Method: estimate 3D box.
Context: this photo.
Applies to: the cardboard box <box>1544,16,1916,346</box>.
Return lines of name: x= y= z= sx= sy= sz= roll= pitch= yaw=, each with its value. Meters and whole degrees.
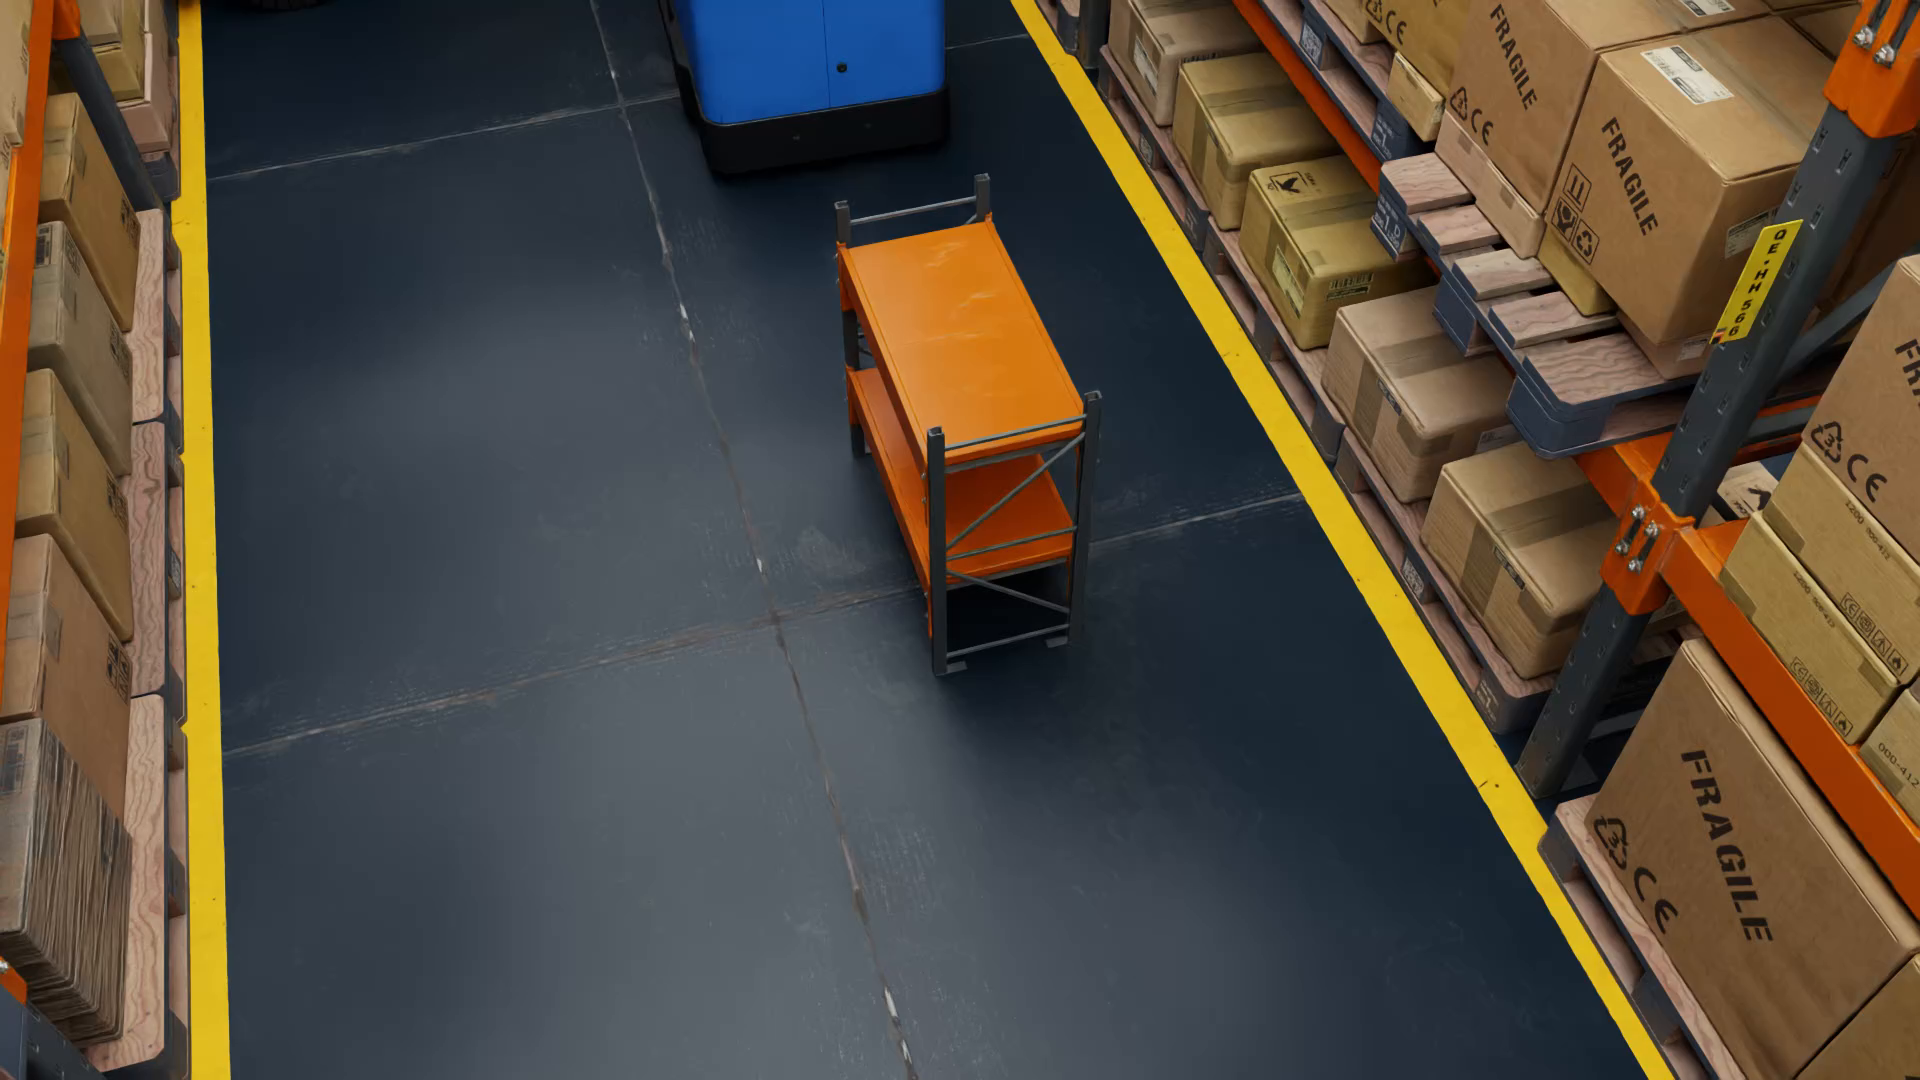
cardboard box: x=1.811 y=-0.860 z=3.978 sx=0.500 sy=0.500 sz=0.500 roll=-15 pitch=51 yaw=-12

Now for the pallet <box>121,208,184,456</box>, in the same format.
pallet: x=-3.457 y=-0.695 z=6.198 sx=1.003 sy=0.211 sz=1.213 roll=-13 pitch=51 yaw=-11

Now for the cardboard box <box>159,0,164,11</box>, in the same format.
cardboard box: x=-3.871 y=-2.540 z=7.453 sx=0.500 sy=0.250 sz=0.500 roll=-13 pitch=51 yaw=-10

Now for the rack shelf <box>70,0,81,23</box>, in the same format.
rack shelf: x=-4.304 y=-3.352 z=7.085 sx=1.077 sy=0.370 sz=4.000 roll=-13 pitch=51 yaw=-11

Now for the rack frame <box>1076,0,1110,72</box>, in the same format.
rack frame: x=1.028 y=-3.249 z=6.527 sx=1.000 sy=3.000 sz=0.127 roll=-13 pitch=51 yaw=-11

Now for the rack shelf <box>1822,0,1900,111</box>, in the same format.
rack shelf: x=1.619 y=-2.523 z=4.423 sx=1.077 sy=0.370 sz=4.000 roll=-13 pitch=51 yaw=-11

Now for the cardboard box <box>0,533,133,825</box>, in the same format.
cardboard box: x=-2.902 y=0.494 z=4.650 sx=0.875 sy=0.625 sz=0.625 roll=-12 pitch=51 yaw=-10

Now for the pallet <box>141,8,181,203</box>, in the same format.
pallet: x=-3.908 y=-1.815 z=7.142 sx=1.003 sy=0.211 sz=1.213 roll=-13 pitch=51 yaw=-11

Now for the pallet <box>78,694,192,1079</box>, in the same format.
pallet: x=-2.736 y=1.087 z=4.696 sx=1.003 sy=0.211 sz=1.213 roll=-13 pitch=51 yaw=-11

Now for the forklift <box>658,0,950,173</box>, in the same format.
forklift: x=-0.909 y=-3.632 z=6.895 sx=1.130 sy=2.935 sz=3.031 roll=-11 pitch=51 yaw=-9

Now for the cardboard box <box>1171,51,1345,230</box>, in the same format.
cardboard box: x=1.401 y=-1.630 z=6.606 sx=0.950 sy=0.372 sz=0.625 roll=-10 pitch=51 yaw=-9

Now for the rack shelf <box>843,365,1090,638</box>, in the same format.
rack shelf: x=0.002 y=-0.200 z=5.503 sx=0.538 sy=0.278 sz=1.000 roll=-13 pitch=51 yaw=-11

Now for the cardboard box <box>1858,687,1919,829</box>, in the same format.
cardboard box: x=2.284 y=0.507 z=3.459 sx=0.500 sy=0.250 sz=0.500 roll=-15 pitch=51 yaw=-12

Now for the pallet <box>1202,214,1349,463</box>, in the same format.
pallet: x=1.624 y=-0.889 z=6.361 sx=1.003 sy=0.211 sz=1.213 roll=-13 pitch=51 yaw=-11

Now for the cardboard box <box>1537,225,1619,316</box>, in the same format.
cardboard box: x=1.741 y=-0.747 z=4.308 sx=0.380 sy=0.149 sz=0.250 roll=-13 pitch=51 yaw=-10

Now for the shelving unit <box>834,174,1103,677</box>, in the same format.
shelving unit: x=0.002 y=-0.358 z=5.316 sx=0.538 sy=1.125 sz=1.048 roll=-13 pitch=51 yaw=-11

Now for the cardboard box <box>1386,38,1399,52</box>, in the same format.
cardboard box: x=1.508 y=-1.517 z=4.956 sx=0.380 sy=0.149 sz=0.250 roll=-13 pitch=51 yaw=-11

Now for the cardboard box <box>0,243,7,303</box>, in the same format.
cardboard box: x=-2.882 y=-0.655 z=4.439 sx=0.500 sy=0.250 sz=0.500 roll=-12 pitch=51 yaw=-10

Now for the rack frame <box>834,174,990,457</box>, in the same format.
rack frame: x=-0.148 y=-0.729 z=5.629 sx=0.500 sy=1.125 sz=0.032 roll=-13 pitch=51 yaw=-11

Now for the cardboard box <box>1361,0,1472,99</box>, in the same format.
cardboard box: x=1.497 y=-1.603 z=4.605 sx=0.500 sy=0.500 sz=0.500 roll=-16 pitch=52 yaw=-13

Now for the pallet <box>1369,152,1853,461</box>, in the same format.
pallet: x=1.898 y=-0.762 z=4.556 sx=1.213 sy=0.211 sz=1.003 roll=-13 pitch=51 yaw=-11

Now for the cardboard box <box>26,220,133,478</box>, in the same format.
cardboard box: x=-3.325 y=-0.546 z=5.527 sx=0.875 sy=0.625 sz=0.625 roll=-14 pitch=51 yaw=-11

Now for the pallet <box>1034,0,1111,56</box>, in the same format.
pallet: x=0.796 y=-2.832 z=8.000 sx=1.003 sy=0.211 sz=1.213 roll=-13 pitch=51 yaw=-11

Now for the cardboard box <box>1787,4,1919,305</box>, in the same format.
cardboard box: x=2.299 y=-0.972 z=4.073 sx=0.500 sy=0.500 sz=0.500 roll=-15 pitch=51 yaw=-12

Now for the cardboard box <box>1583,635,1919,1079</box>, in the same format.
cardboard box: x=2.336 y=0.746 z=4.275 sx=0.875 sy=0.875 sz=0.875 roll=-14 pitch=51 yaw=-11

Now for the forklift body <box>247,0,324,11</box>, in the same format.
forklift body: x=-2.592 y=-3.799 z=7.546 sx=2.313 sy=2.155 sz=1.214 roll=-13 pitch=51 yaw=-11

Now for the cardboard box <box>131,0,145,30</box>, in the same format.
cardboard box: x=-3.712 y=-2.324 z=6.944 sx=0.500 sy=0.250 sz=0.500 roll=-14 pitch=51 yaw=-11

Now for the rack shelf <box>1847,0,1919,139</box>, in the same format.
rack shelf: x=2.802 y=0.399 z=1.961 sx=1.077 sy=0.370 sz=4.000 roll=-13 pitch=51 yaw=-11

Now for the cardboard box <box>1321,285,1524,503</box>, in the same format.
cardboard box: x=1.827 y=-0.567 z=5.711 sx=0.950 sy=0.372 sz=0.625 roll=-14 pitch=51 yaw=-12

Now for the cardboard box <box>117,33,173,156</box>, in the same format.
cardboard box: x=-3.539 y=-1.801 z=6.830 sx=0.500 sy=0.250 sz=0.500 roll=-13 pitch=51 yaw=-11

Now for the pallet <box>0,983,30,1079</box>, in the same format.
pallet: x=-2.262 y=1.339 z=2.785 sx=1.213 sy=0.211 sz=1.003 roll=-13 pitch=51 yaw=-11

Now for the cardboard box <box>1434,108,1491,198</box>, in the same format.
cardboard box: x=1.557 y=-1.107 z=4.611 sx=0.380 sy=0.149 sz=0.250 roll=-16 pitch=52 yaw=-13

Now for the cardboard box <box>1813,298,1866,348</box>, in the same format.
cardboard box: x=2.292 y=-0.661 z=4.235 sx=0.380 sy=0.149 sz=0.250 roll=-16 pitch=52 yaw=-13

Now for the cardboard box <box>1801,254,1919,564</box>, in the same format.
cardboard box: x=2.123 y=-0.266 z=3.293 sx=0.500 sy=0.500 sz=0.500 roll=-15 pitch=51 yaw=-12

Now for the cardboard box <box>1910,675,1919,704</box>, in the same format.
cardboard box: x=2.277 y=0.364 z=3.253 sx=0.500 sy=0.250 sz=0.500 roll=-12 pitch=51 yaw=-10

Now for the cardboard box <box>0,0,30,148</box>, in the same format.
cardboard box: x=-3.160 y=-1.400 z=5.067 sx=0.500 sy=0.250 sz=0.500 roll=-14 pitch=51 yaw=-11
